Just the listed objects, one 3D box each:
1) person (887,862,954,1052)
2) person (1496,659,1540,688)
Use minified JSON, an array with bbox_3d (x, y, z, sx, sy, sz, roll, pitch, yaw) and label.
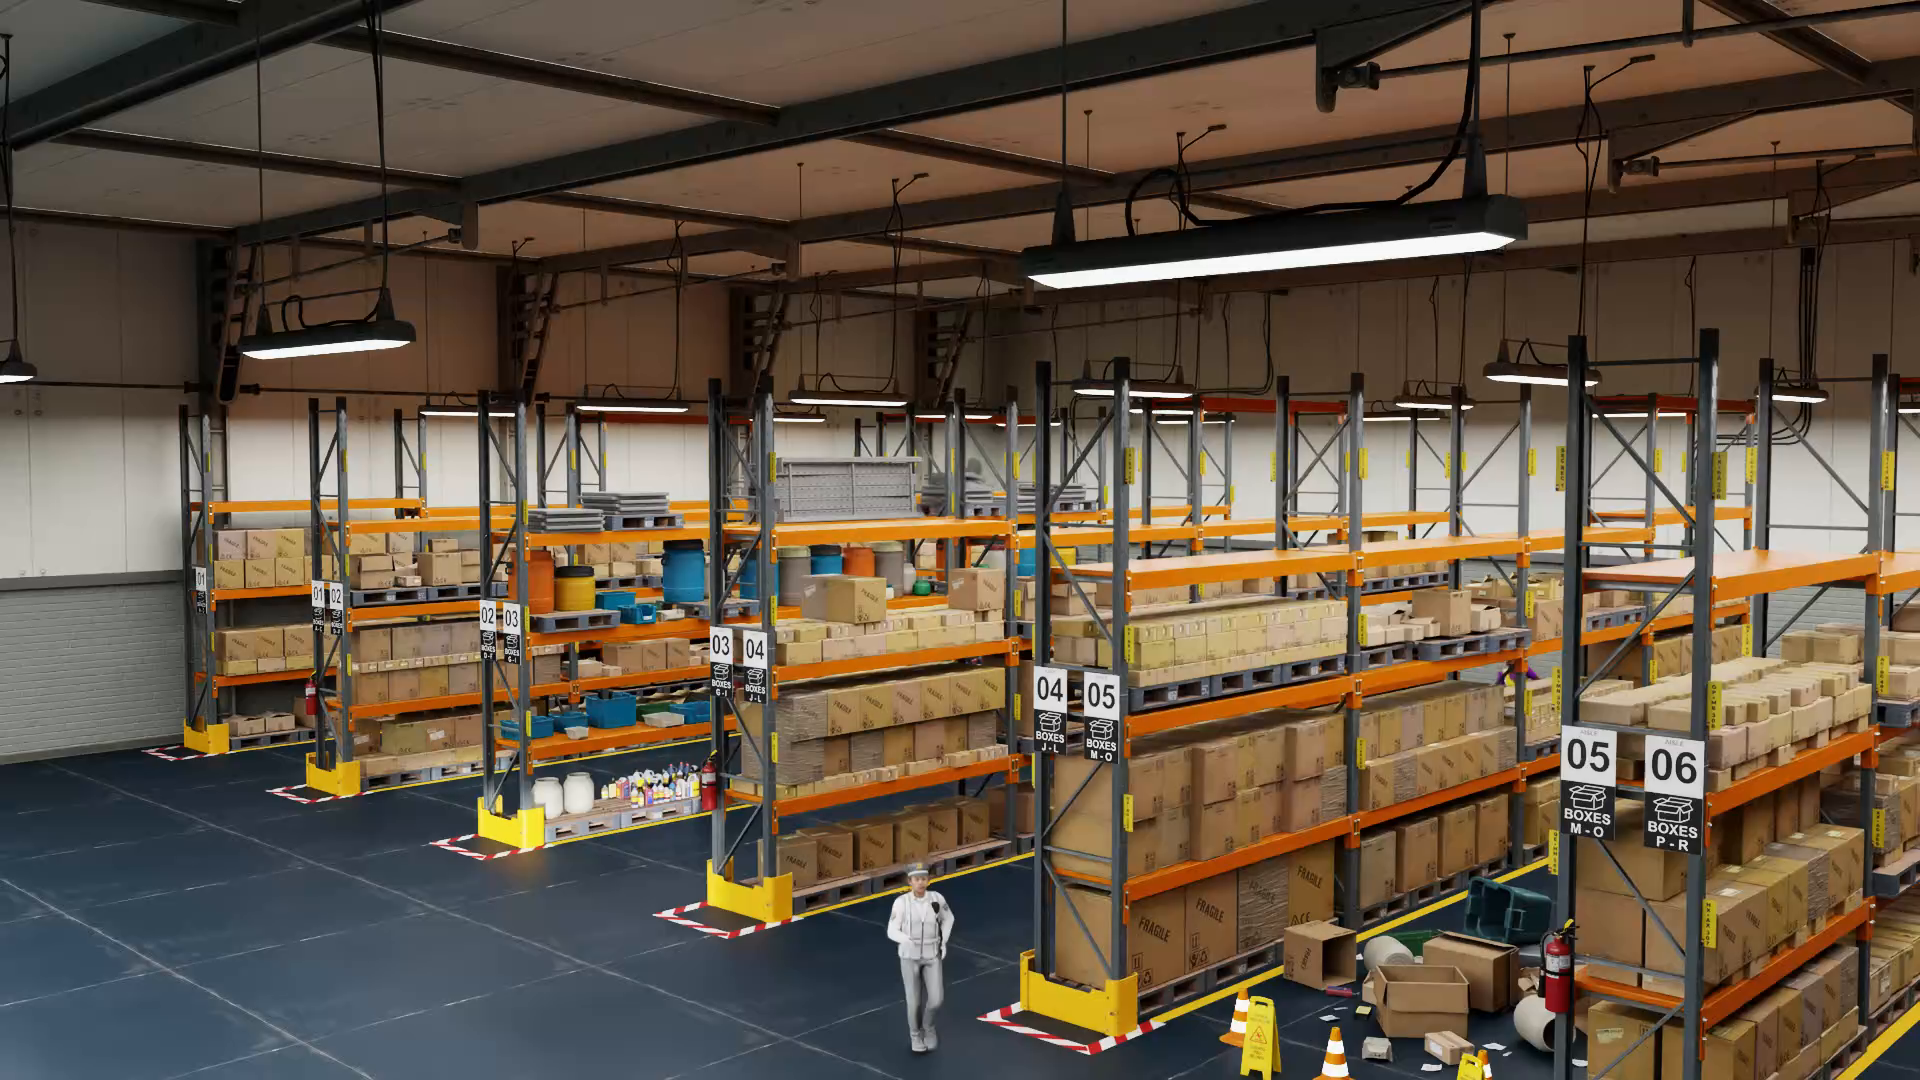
[{"bbox_3d":[-0.314,3.571,14.186,0.600,1.658,0.578,0,3,-8],"label":"person"},{"bbox_3d":[9.751,2.802,28.931,0.863,1.666,0.623,2,3,27],"label":"person"}]
